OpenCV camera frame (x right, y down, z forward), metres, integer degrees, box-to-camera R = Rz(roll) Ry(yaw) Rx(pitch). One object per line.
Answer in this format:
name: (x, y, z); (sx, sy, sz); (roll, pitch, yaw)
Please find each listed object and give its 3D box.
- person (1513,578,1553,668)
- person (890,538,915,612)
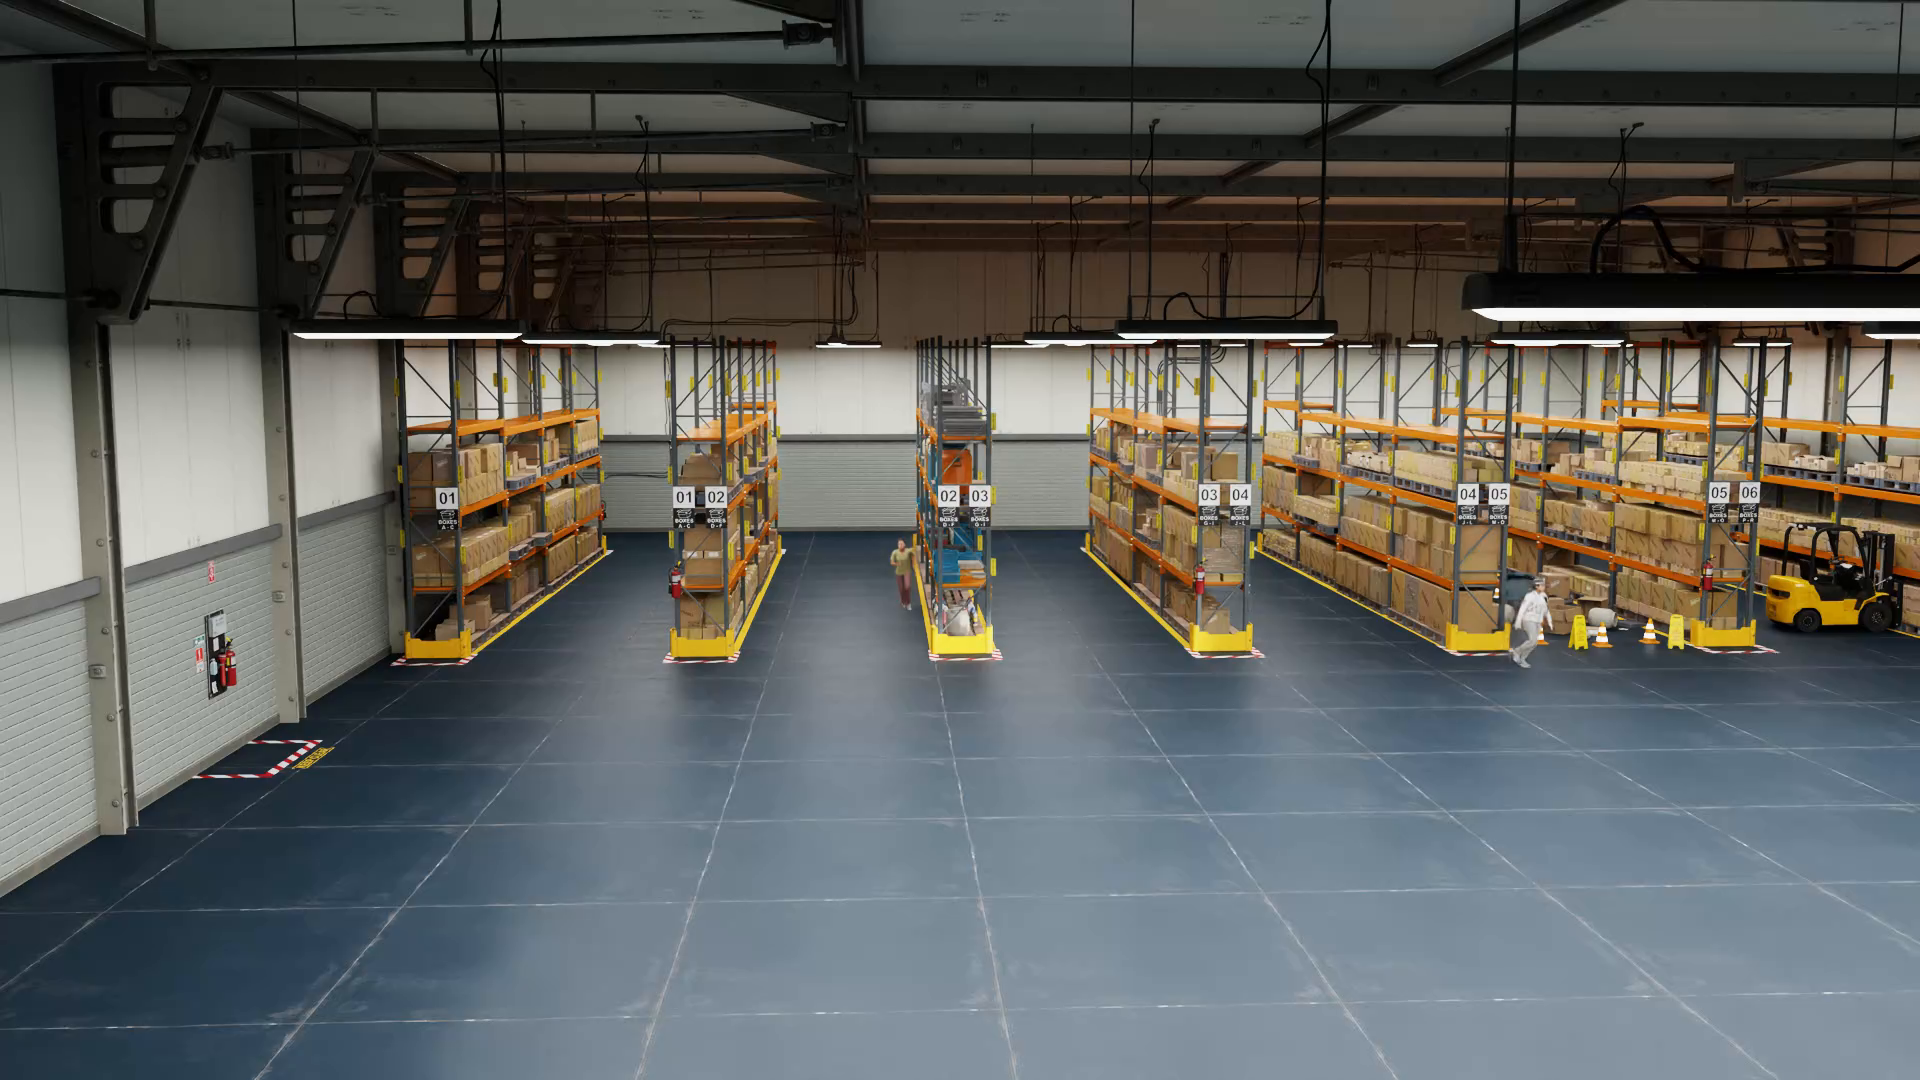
person: (10.382, 1.494, 30.130); (0.600, 1.655, 0.539); (-4, 7, -30)
person: (-1.252, 0.748, 36.702); (0.516, 1.612, 0.905); (1, 7, 6)
